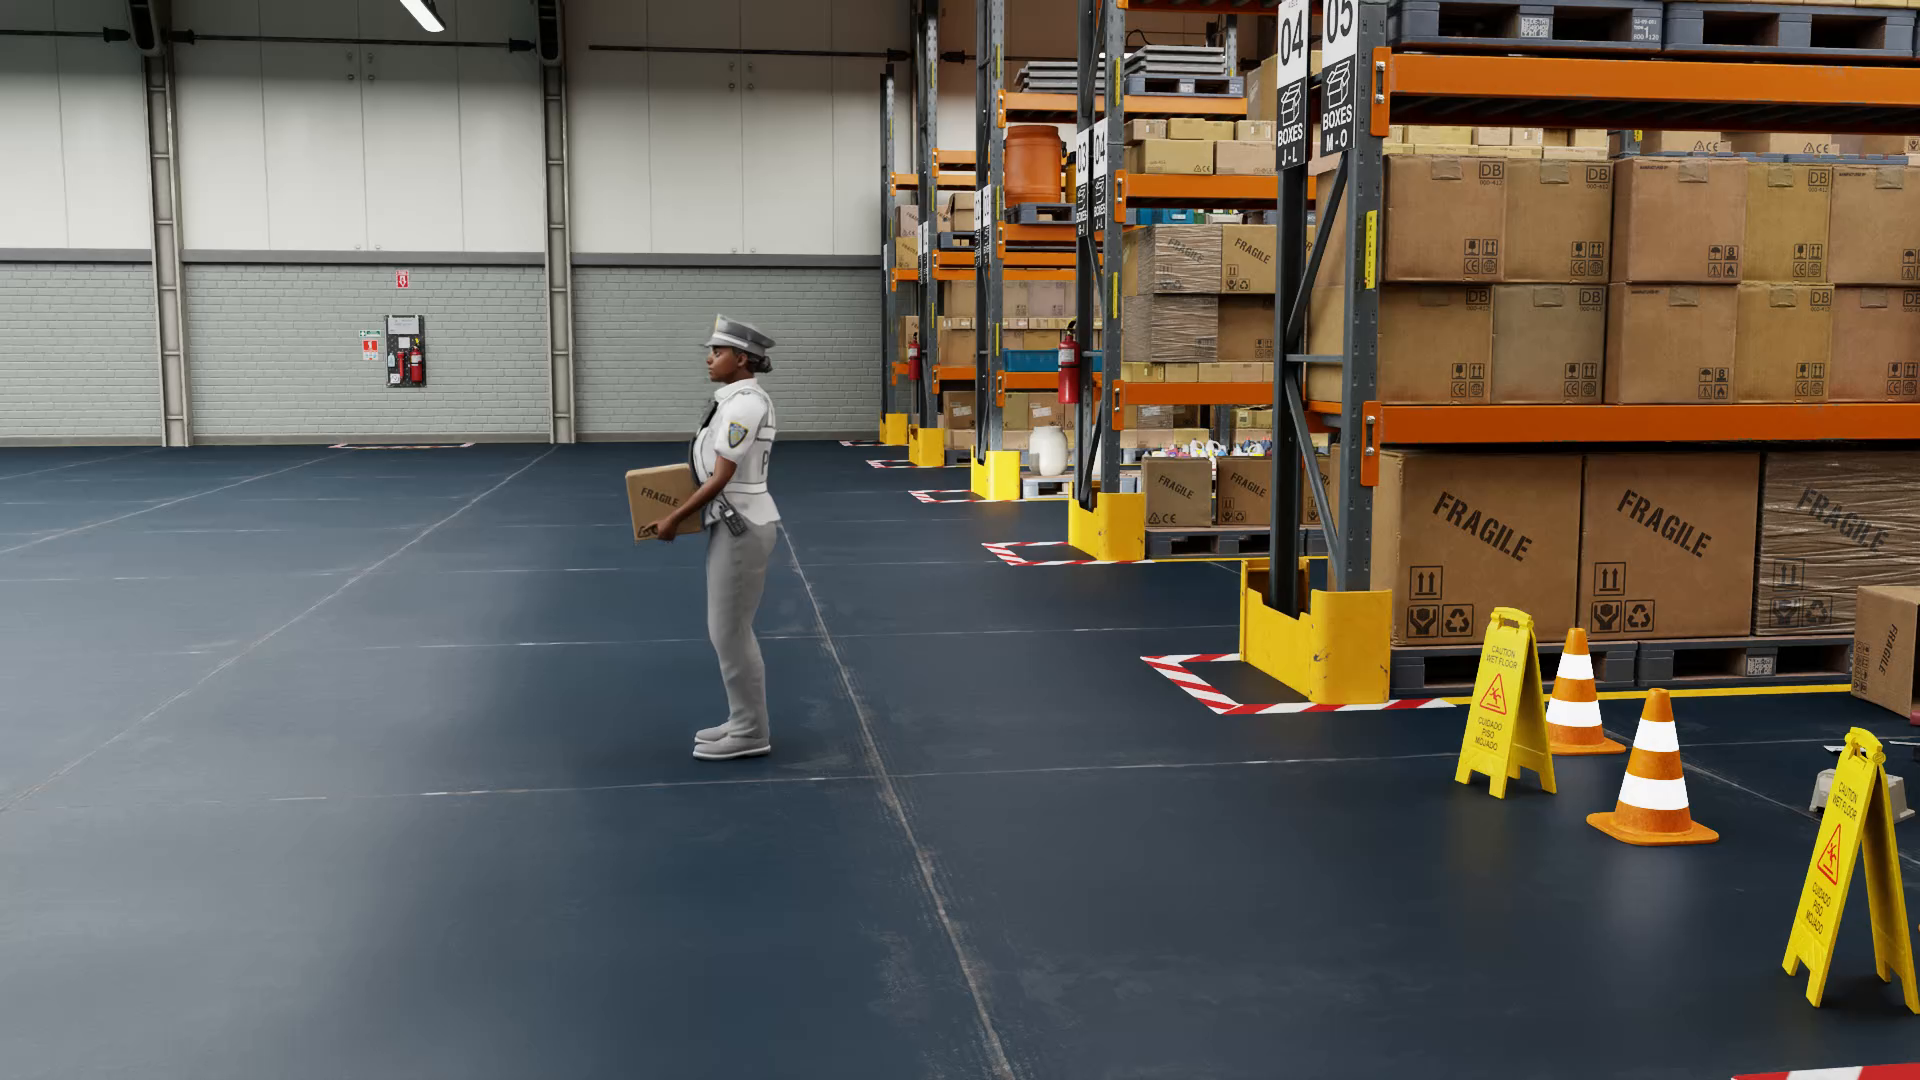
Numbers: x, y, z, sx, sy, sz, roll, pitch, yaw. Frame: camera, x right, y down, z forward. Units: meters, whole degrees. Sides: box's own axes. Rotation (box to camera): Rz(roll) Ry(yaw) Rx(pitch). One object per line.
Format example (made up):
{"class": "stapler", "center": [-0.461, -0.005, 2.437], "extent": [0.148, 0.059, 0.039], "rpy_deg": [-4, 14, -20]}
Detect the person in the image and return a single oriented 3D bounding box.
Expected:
{"class": "person", "center": [-0.872, -0.006, 6.398], "extent": [0.395, 1.658, 0.525], "rpy_deg": [-1, 7, -12]}
